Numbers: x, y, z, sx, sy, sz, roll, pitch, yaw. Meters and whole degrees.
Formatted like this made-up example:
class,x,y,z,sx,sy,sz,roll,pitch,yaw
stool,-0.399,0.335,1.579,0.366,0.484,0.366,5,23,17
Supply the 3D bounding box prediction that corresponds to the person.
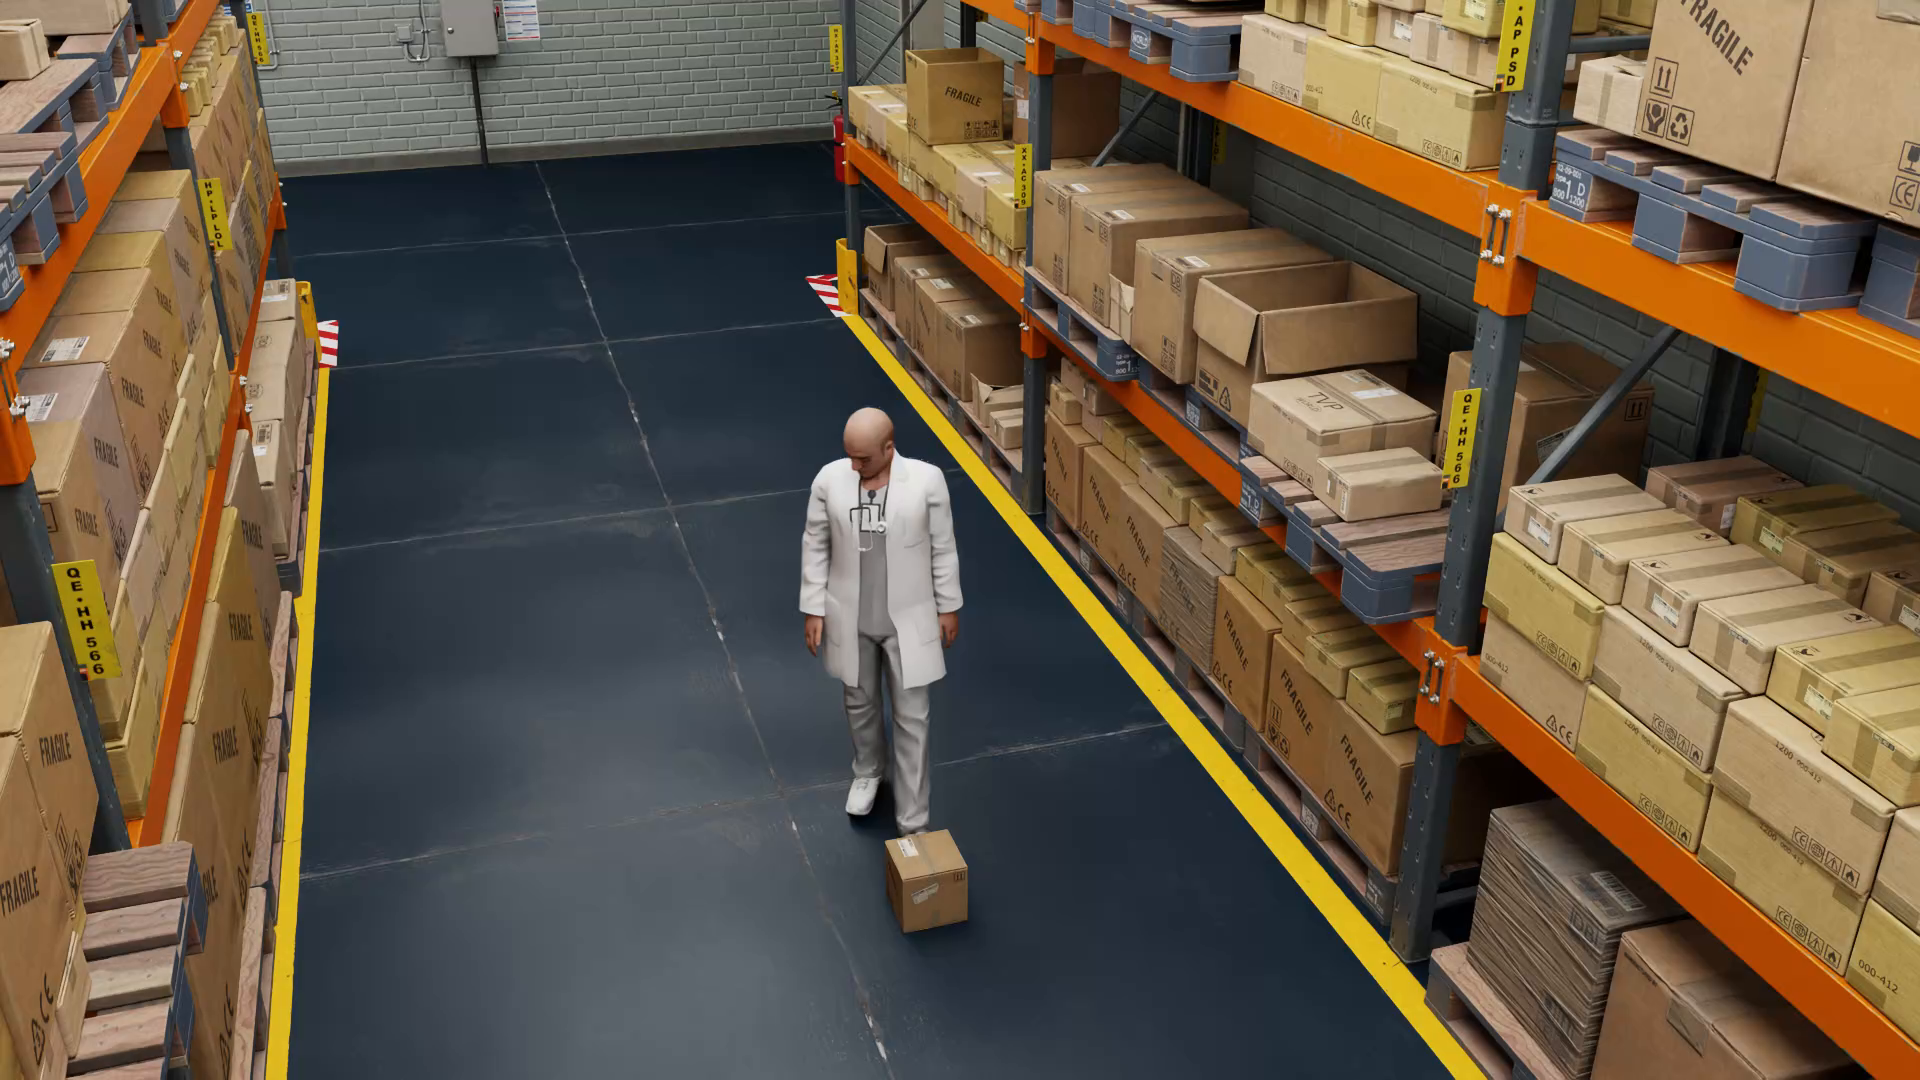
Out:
class,x,y,z,sx,sy,sz,roll,pitch,yaw
person,-0.330,0.389,6.384,0.632,1.682,0.734,4,26,8
